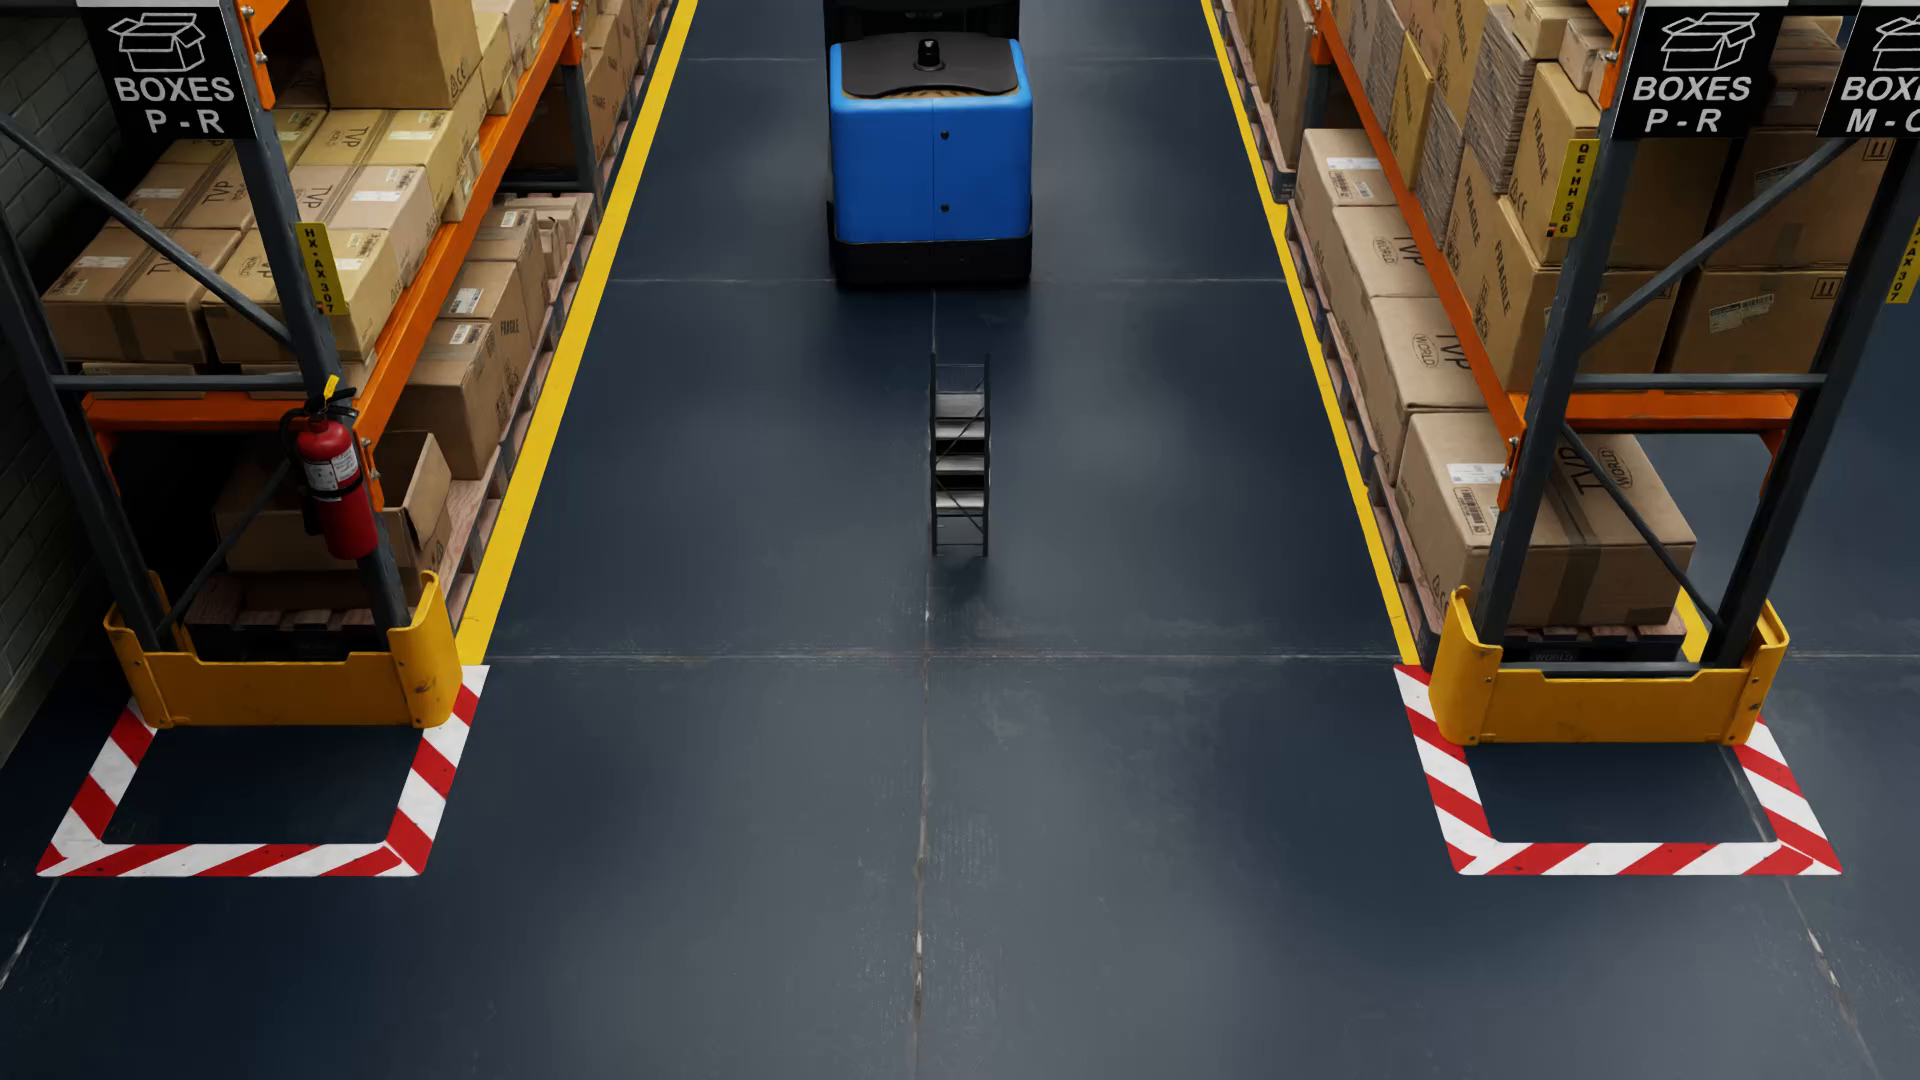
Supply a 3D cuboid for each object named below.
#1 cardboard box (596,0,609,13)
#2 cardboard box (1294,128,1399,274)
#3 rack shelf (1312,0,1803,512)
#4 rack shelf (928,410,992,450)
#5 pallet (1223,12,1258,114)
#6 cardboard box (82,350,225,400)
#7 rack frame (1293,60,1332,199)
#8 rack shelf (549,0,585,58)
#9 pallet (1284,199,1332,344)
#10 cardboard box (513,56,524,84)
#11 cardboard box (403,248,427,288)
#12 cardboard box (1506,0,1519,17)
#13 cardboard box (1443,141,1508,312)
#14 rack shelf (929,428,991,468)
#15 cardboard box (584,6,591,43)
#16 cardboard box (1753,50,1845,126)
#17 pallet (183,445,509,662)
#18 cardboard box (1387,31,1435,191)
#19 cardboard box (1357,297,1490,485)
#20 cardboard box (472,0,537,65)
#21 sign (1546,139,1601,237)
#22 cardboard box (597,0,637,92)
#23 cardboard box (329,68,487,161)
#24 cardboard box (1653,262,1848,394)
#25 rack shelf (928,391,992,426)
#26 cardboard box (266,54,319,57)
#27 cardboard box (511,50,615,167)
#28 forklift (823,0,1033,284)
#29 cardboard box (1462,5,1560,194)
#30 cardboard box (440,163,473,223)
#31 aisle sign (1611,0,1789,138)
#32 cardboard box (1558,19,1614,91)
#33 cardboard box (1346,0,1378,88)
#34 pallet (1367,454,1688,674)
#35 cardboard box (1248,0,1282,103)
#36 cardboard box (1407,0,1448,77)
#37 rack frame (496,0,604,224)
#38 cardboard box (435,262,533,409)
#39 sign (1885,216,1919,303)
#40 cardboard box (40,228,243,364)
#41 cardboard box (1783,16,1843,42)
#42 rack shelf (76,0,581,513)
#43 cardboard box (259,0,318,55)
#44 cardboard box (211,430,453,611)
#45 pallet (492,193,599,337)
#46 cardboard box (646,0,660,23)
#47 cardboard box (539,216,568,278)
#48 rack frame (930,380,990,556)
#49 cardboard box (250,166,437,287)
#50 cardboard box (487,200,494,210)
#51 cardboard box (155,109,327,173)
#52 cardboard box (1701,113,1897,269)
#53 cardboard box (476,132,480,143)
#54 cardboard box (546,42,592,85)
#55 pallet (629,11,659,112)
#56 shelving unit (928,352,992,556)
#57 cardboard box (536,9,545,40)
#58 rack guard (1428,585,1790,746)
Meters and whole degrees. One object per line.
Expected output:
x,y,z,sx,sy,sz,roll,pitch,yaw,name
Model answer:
-2.354,-3.340,10.164,0.380,0.149,0.250,0,39,0,cardboard box
2.303,-1.790,8.798,0.875,0.438,0.875,-1,39,-1,cardboard box
2.412,-1.487,7.283,1.077,0.370,4.000,0,39,0,rack shelf
0.000,-0.461,6.871,0.258,0.077,0.200,0,39,0,rack shelf
2.329,-3.178,11.047,1.003,0.211,1.213,0,39,0,pallet
-2.818,-0.621,5.827,0.380,0.149,0.250,0,39,-1,cardboard box
2.410,-3.019,8.618,1.000,3.000,0.127,0,39,0,rack frame
-2.556,-3.983,10.397,1.077,0.370,4.000,0,39,0,rack shelf
2.333,-1.455,8.897,1.003,0.211,1.213,0,39,0,pallet
-2.281,-2.226,7.830,0.380,0.149,0.250,1,39,1,cardboard box
-2.296,-1.101,6.426,0.380,0.149,0.250,1,39,1,cardboard box
2.146,-1.902,5.826,0.380,0.149,0.250,1,39,1,cardboard box
2.164,-1.172,6.234,0.500,0.500,0.500,-1,39,-1,cardboard box
0.000,-0.390,6.927,0.258,0.077,0.200,0,39,0,rack shelf
-2.377,-3.013,9.755,0.380,0.149,0.250,-2,39,-2,cardboard box
2.691,-1.422,5.227,0.380,0.149,0.250,1,39,1,cardboard box
-2.551,0.031,7.043,1.003,0.211,1.213,0,39,0,pallet
2.140,-1.816,7.038,0.500,0.500,0.500,1,39,1,cardboard box
2.304,-0.666,7.396,0.875,0.438,0.875,1,39,1,cardboard box
-2.294,-2.439,7.777,0.500,0.250,0.500,0,39,0,cardboard box
1.872,-1.070,5.071,0.100,0.325,0.005,0,39,0,sign
-2.336,-3.149,10.444,0.500,0.500,0.500,-1,39,-1,cardboard box
-2.307,-1.805,6.986,0.500,0.250,0.500,-1,39,-1,cardboard box
2.701,-0.857,5.841,0.500,0.500,0.500,0,39,0,cardboard box
0.000,-0.531,6.814,0.258,0.077,0.200,0,39,0,rack shelf
-2.817,-2.124,7.384,0.500,0.250,0.500,1,39,1,cardboard box
-2.329,-2.504,9.639,0.500,0.500,0.500,2,39,2,cardboard box
-0.230,-3.410,9.161,1.130,2.935,3.031,-2,39,-3,forklift
2.146,-1.575,5.937,0.500,0.500,0.500,0,39,0,cardboard box
-2.227,-1.425,6.830,0.380,0.149,0.250,-1,39,-1,cardboard box
2.105,-1.487,4.628,0.394,0.787,0.004,0,39,0,aisle sign
2.190,-1.583,5.428,0.380,0.149,0.250,1,39,1,cardboard box
2.145,-2.450,7.828,0.500,0.500,0.500,0,39,0,cardboard box
2.335,0.071,6.993,1.003,0.211,1.213,0,39,0,pallet
2.320,-3.306,10.340,0.875,0.875,0.875,1,39,1,cardboard box
2.150,-2.198,6.715,0.500,0.500,0.500,0,39,0,cardboard box
-2.554,-3.013,8.611,1.000,3.000,0.127,0,39,0,rack frame
-2.318,-0.948,7.697,0.500,0.500,0.500,1,39,1,cardboard box
2.970,-0.883,5.197,0.100,0.325,0.005,0,39,0,sign
-2.815,-0.857,5.802,0.500,0.250,0.500,1,39,1,cardboard box
2.734,-1.748,5.635,0.380,0.149,0.250,1,39,1,cardboard box
-2.551,-1.481,7.275,1.077,0.370,4.000,0,39,0,rack shelf
-2.818,-2.432,7.168,0.500,0.500,0.500,-1,39,-1,cardboard box
-2.455,-0.084,6.616,0.797,0.503,0.637,-1,39,-2,cardboard box
-2.554,-1.495,8.947,1.003,0.211,1.213,0,39,0,pallet
-2.350,-3.798,11.254,0.500,0.500,0.500,2,39,2,cardboard box
-2.259,-1.538,8.622,0.396,0.266,0.258,1,39,2,cardboard box
0.000,-0.282,6.883,0.240,0.900,0.006,0,39,0,rack frame
-2.281,-1.168,6.191,0.500,0.250,0.500,0,39,0,cardboard box
-2.789,-1.714,8.805,0.500,0.311,0.500,1,39,2,cardboard box
-2.810,-1.489,6.591,0.500,0.250,0.500,1,39,1,cardboard box
2.699,-1.247,5.528,0.500,0.500,0.500,-1,39,-1,cardboard box
-2.317,-1.751,7.237,0.380,0.149,0.250,0,39,0,cardboard box
-2.288,-2.679,9.339,0.380,0.149,0.250,2,39,2,cardboard box
-2.597,-3.198,11.072,1.003,0.211,1.213,0,39,0,pallet
0.000,-0.346,6.962,0.258,0.900,0.210,0,39,0,shelving unit
-2.279,-2.553,8.238,0.380,0.149,0.250,1,39,1,cardboard box
2.415,0.473,6.260,1.175,0.500,0.348,0,39,0,rack guard
